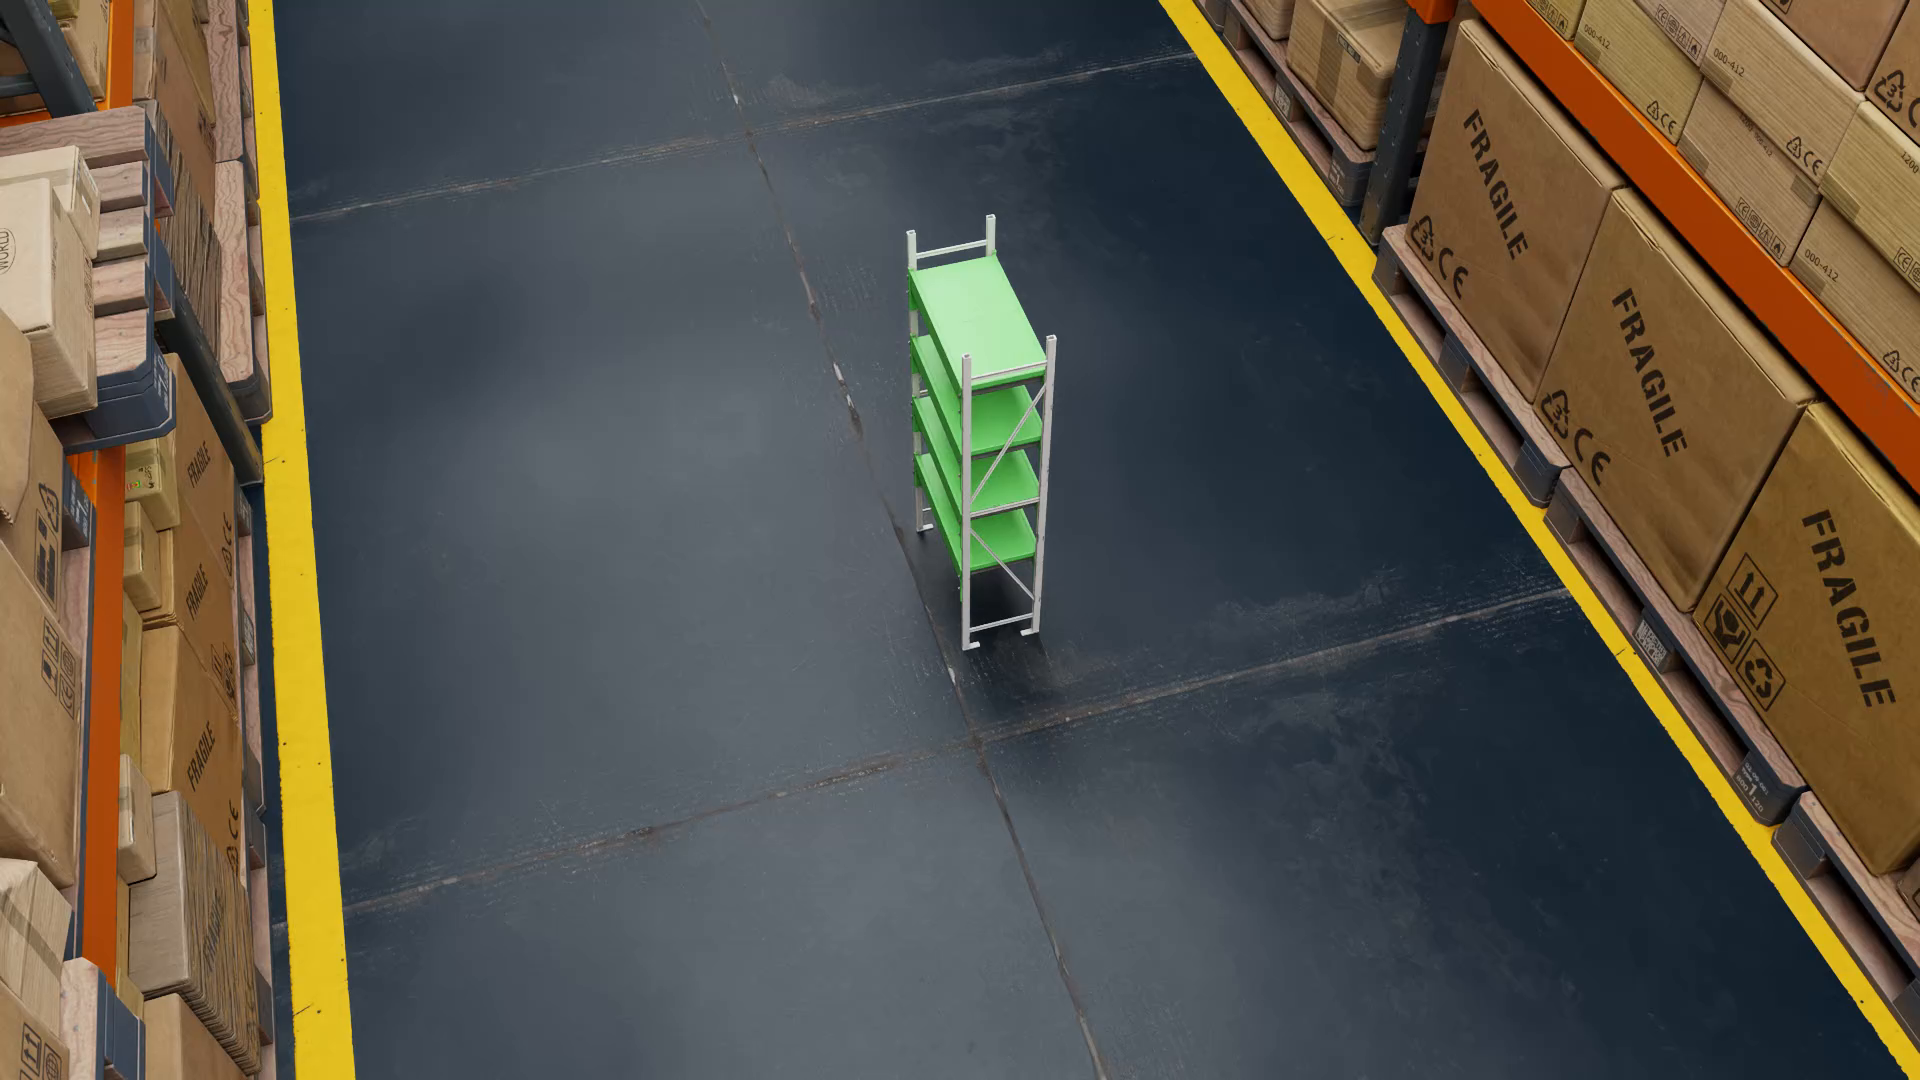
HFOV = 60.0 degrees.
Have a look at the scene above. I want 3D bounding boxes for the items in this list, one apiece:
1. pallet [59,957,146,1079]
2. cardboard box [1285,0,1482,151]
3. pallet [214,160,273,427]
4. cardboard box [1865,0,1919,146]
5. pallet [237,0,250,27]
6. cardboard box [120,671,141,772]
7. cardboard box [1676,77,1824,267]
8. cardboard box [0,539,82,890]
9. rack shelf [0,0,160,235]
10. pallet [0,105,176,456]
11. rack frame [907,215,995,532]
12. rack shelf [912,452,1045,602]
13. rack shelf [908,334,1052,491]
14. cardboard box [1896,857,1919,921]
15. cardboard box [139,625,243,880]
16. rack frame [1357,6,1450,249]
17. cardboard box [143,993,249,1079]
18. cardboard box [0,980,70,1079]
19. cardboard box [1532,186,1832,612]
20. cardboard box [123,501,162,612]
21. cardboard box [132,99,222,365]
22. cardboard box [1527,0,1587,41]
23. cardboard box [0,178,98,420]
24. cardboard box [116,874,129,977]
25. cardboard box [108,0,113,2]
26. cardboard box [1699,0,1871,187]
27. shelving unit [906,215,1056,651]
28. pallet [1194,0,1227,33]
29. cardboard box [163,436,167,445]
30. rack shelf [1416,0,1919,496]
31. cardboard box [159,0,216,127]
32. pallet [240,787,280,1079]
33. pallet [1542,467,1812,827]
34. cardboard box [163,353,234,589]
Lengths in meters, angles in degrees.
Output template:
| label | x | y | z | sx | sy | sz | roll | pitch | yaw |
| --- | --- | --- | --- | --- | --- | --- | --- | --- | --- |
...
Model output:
| label | x | y | z | sx | sy | sz | roll | pitch | yaw |
| --- | --- | --- | --- | --- | --- | --- | --- | --- | --- |
| pallet | -1.705 | 1.296 | 2.321 | 1.003 | 0.211 | 1.213 | -13 | 51 | -11 |
| cardboard box | 1.827 | -1.907 | 6.340 | 0.950 | 0.372 | 0.625 | -16 | 52 | -13 |
| pallet | -2.962 | -0.790 | 5.778 | 1.003 | 0.211 | 1.213 | -13 | 51 | -11 |
| cardboard box | 2.337 | -1.032 | 3.439 | 0.500 | 0.500 | 0.500 | -13 | 51 | -10 |
| pallet | -3.684 | -2.572 | 7.280 | 1.003 | 0.211 | 1.213 | -13 | 51 | -11 |
| cardboard box | -2.113 | 0.466 | 3.832 | 0.380 | 0.149 | 0.250 | -14 | 51 | -12 |
| cardboard box | 2.207 | -0.986 | 4.217 | 0.500 | 0.250 | 0.500 | -12 | 51 | -10 |
| cardboard box | -1.888 | 0.320 | 2.679 | 0.700 | 0.500 | 0.500 | -14 | 51 | -11 |
| rack shelf | -3.348 | -2.308 | 5.704 | 1.077 | 0.370 | 4.000 | -13 | 51 | -11 |
| pallet | -2.489 | -0.538 | 3.867 | 1.213 | 0.211 | 1.003 | -13 | 51 | -11 |
| rack frame | -0.023 | -0.444 | 4.840 | 0.240 | 1.200 | 0.015 | -13 | 51 | -11 |
| rack shelf | 0.049 | -0.070 | 4.922 | 0.258 | 0.148 | 0.480 | -13 | 51 | -11 |
| rack shelf | 0.049 | -0.379 | 4.555 | 0.258 | 0.148 | 0.480 | -13 | 51 | -11 |
| cardboard box | 2.908 | 0.832 | 3.701 | 0.875 | 0.875 | 0.875 | -12 | 51 | -10 |
| cardboard box | -2.130 | 0.601 | 4.142 | 0.500 | 0.500 | 0.500 | -11 | 51 | -9 |
| rack frame | 1.984 | -2.204 | 5.146 | 1.000 | 3.000 | 0.127 | -13 | 51 | -11 |
| cardboard box | -1.812 | 1.357 | 3.505 | 0.500 | 0.500 | 0.500 | -15 | 51 | -12 |
| cardboard box | -1.656 | 0.893 | 2.195 | 0.700 | 0.500 | 0.500 | -13 | 51 | -11 |
| cardboard box | 2.369 | -0.479 | 4.807 | 0.875 | 0.875 | 0.875 | -13 | 51 | -11 |
| cardboard box | -2.222 | 0.080 | 4.156 | 0.380 | 0.149 | 0.250 | -15 | 51 | -12 |
| cardboard box | -2.927 | -0.907 | 5.332 | 0.875 | 0.625 | 0.625 | -12 | 51 | -10 |
| cardboard box | 1.889 | -1.741 | 4.854 | 0.500 | 0.250 | 0.500 | -14 | 51 | -12 |
| cardboard box | -2.135 | -0.469 | 3.506 | 0.500 | 0.250 | 0.500 | -15 | 52 | -13 |
| cardboard box | -1.979 | 0.852 | 3.506 | 0.380 | 0.149 | 0.250 | -13 | 51 | -11 |
| cardboard box | -2.798 | -1.778 | 4.885 | 0.500 | 0.250 | 0.500 | -14 | 51 | -12 |
| cardboard box | 2.186 | -1.146 | 4.026 | 0.500 | 0.250 | 0.500 | -13 | 51 | -11 |
| shelving unit | 0.049 | -0.266 | 4.689 | 0.258 | 1.200 | 0.503 | -13 | 51 | -11 |
| pallet | 1.398 | -2.766 | 7.443 | 1.003 | 0.211 | 1.213 | -13 | 51 | -11 |
| cardboard box | -2.368 | -0.314 | 4.489 | 0.380 | 0.149 | 0.250 | -16 | 52 | -13 |
| rack shelf | 2.576 | -0.511 | 4.190 | 1.077 | 0.370 | 4.000 | -13 | 51 | -11 |
| cardboard box | -3.328 | -1.875 | 6.147 | 0.875 | 0.625 | 0.625 | -15 | 52 | -12 |
| pallet | -2.214 | 1.263 | 4.047 | 1.003 | 0.211 | 1.213 | -13 | 51 | -11 |
| pallet | 2.503 | 0.177 | 4.963 | 1.003 | 0.211 | 1.213 | -13 | 51 | -11 |
| cardboard box | -2.426 | -0.148 | 4.773 | 0.500 | 0.500 | 0.500 | -12 | 51 | -10 |
